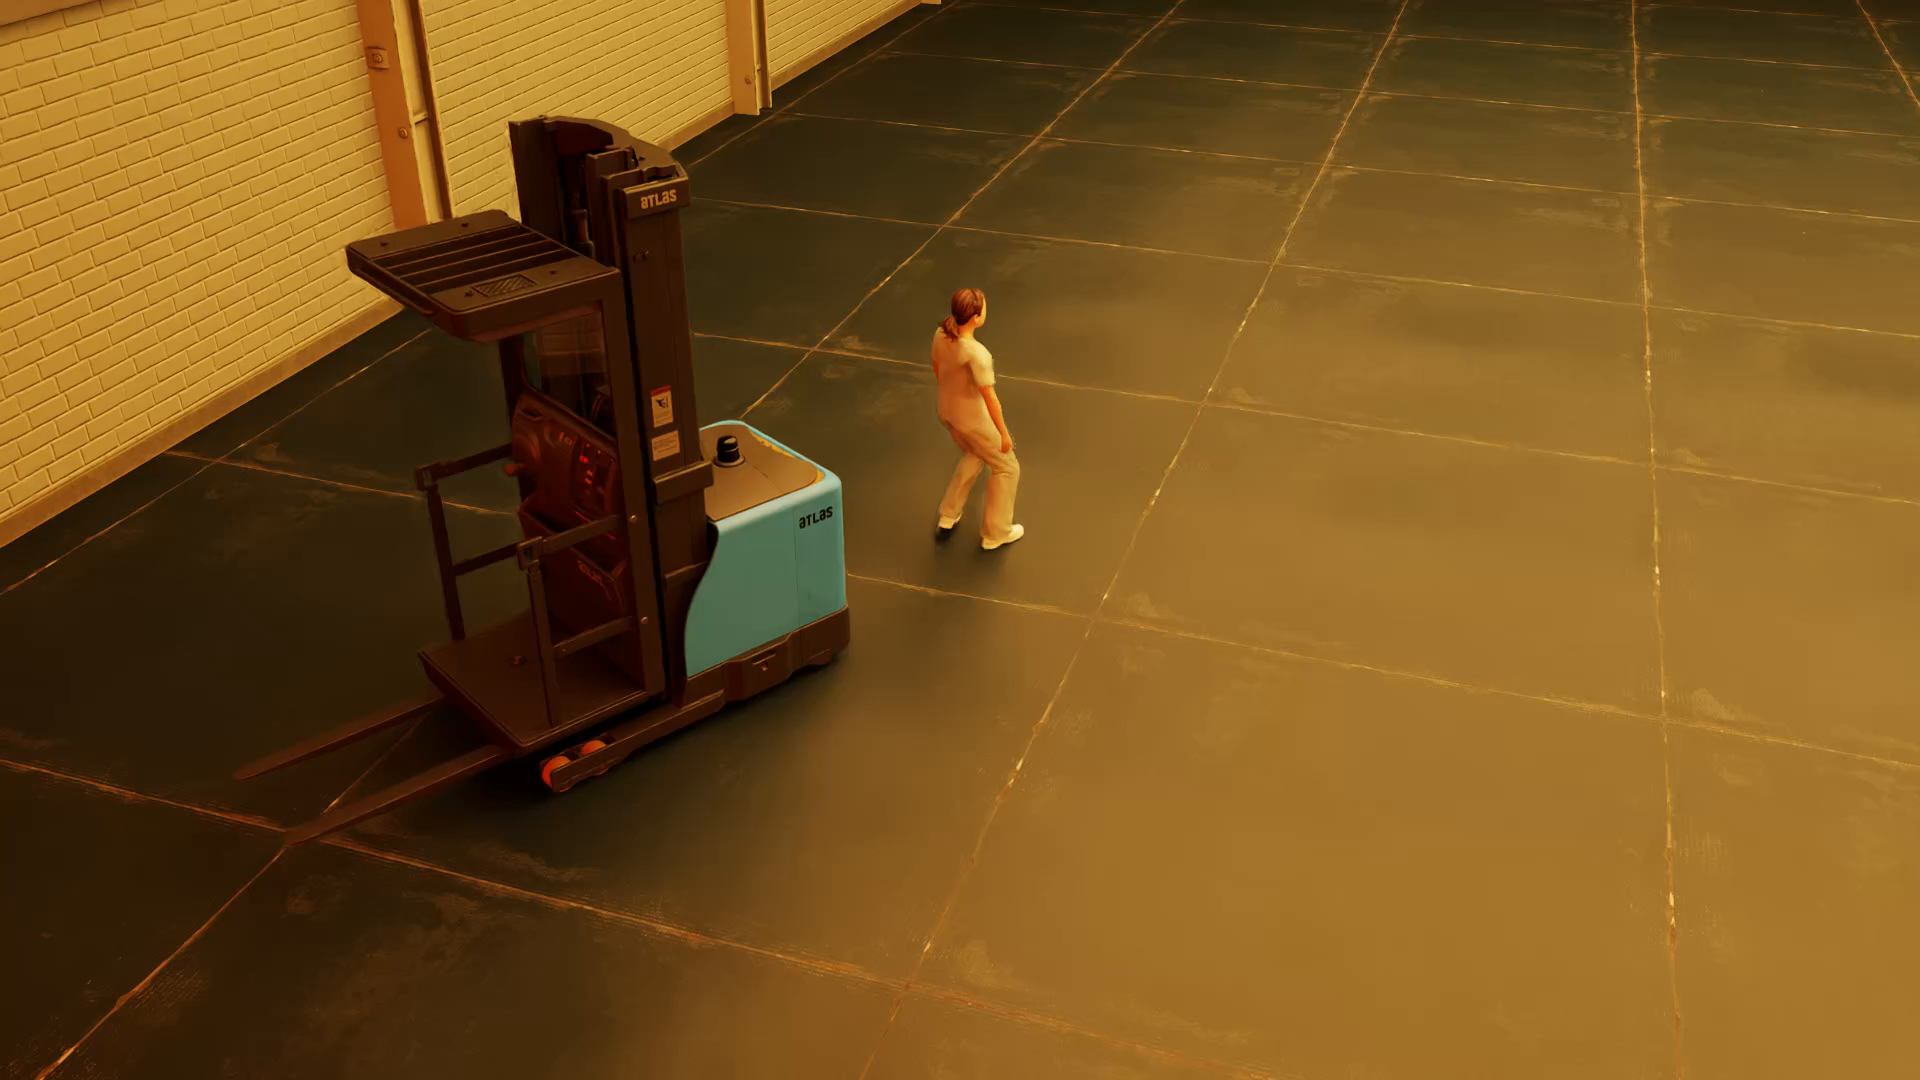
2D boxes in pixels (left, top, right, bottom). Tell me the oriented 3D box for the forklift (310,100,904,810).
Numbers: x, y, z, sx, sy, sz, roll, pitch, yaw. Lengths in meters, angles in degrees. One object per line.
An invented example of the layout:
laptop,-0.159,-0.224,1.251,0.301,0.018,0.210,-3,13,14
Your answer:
forklift,-1.751,-0.482,7.983,3.031,2.935,1.130,-24,37,-35

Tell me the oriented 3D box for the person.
person,0.036,-0.948,10.285,0.879,1.536,0.941,9,31,16
